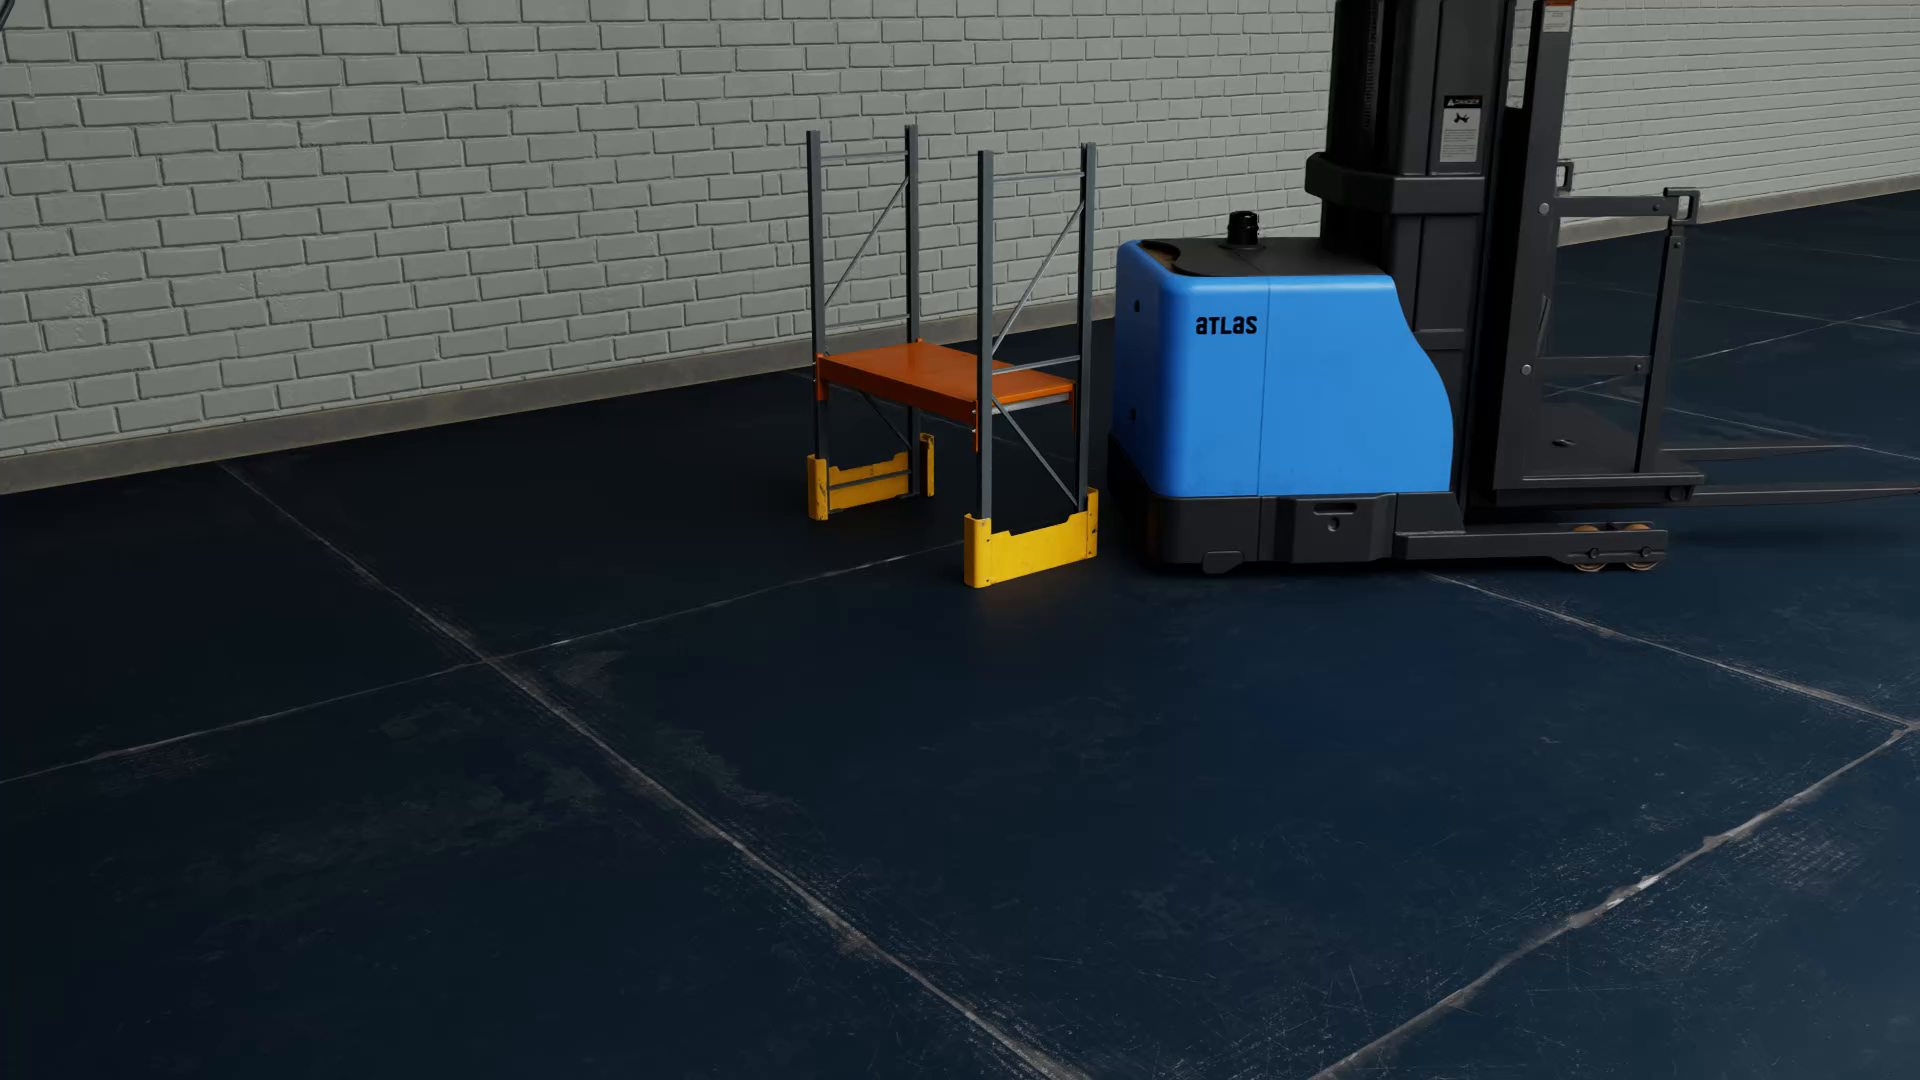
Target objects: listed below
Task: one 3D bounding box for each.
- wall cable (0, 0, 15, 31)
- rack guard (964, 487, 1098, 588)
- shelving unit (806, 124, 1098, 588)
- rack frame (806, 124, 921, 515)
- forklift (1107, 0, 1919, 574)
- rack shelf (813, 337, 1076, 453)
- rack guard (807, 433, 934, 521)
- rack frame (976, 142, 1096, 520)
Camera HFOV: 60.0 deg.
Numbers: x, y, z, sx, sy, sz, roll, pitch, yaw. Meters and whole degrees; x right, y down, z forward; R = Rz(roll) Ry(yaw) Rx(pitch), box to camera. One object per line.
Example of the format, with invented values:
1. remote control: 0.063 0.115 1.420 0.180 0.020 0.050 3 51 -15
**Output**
1. wall cable: -4.874 -2.756 5.308 3.097 2.526 0.112 -14 23 -36
2. rack guard: 0.262 -0.015 6.009 0.587 0.250 0.087 -14 23 -36
3. shelving unit: -0.047 -0.731 6.183 0.587 1.500 1.083 -14 23 -36
4. rack frame: -0.369 -0.858 6.569 0.500 1.500 0.032 -14 23 -36
5. forklift: 2.142 -1.440 6.047 3.031 2.935 1.130 -1 18 -5
6. rack shelf: -0.053 -0.562 6.247 0.538 0.185 1.000 -14 23 -36
7. rack guard: -0.357 -0.260 6.751 0.587 0.250 0.087 -14 23 -36
8. rack frame: 0.263 -0.608 5.812 0.500 1.500 0.032 -14 23 -36
